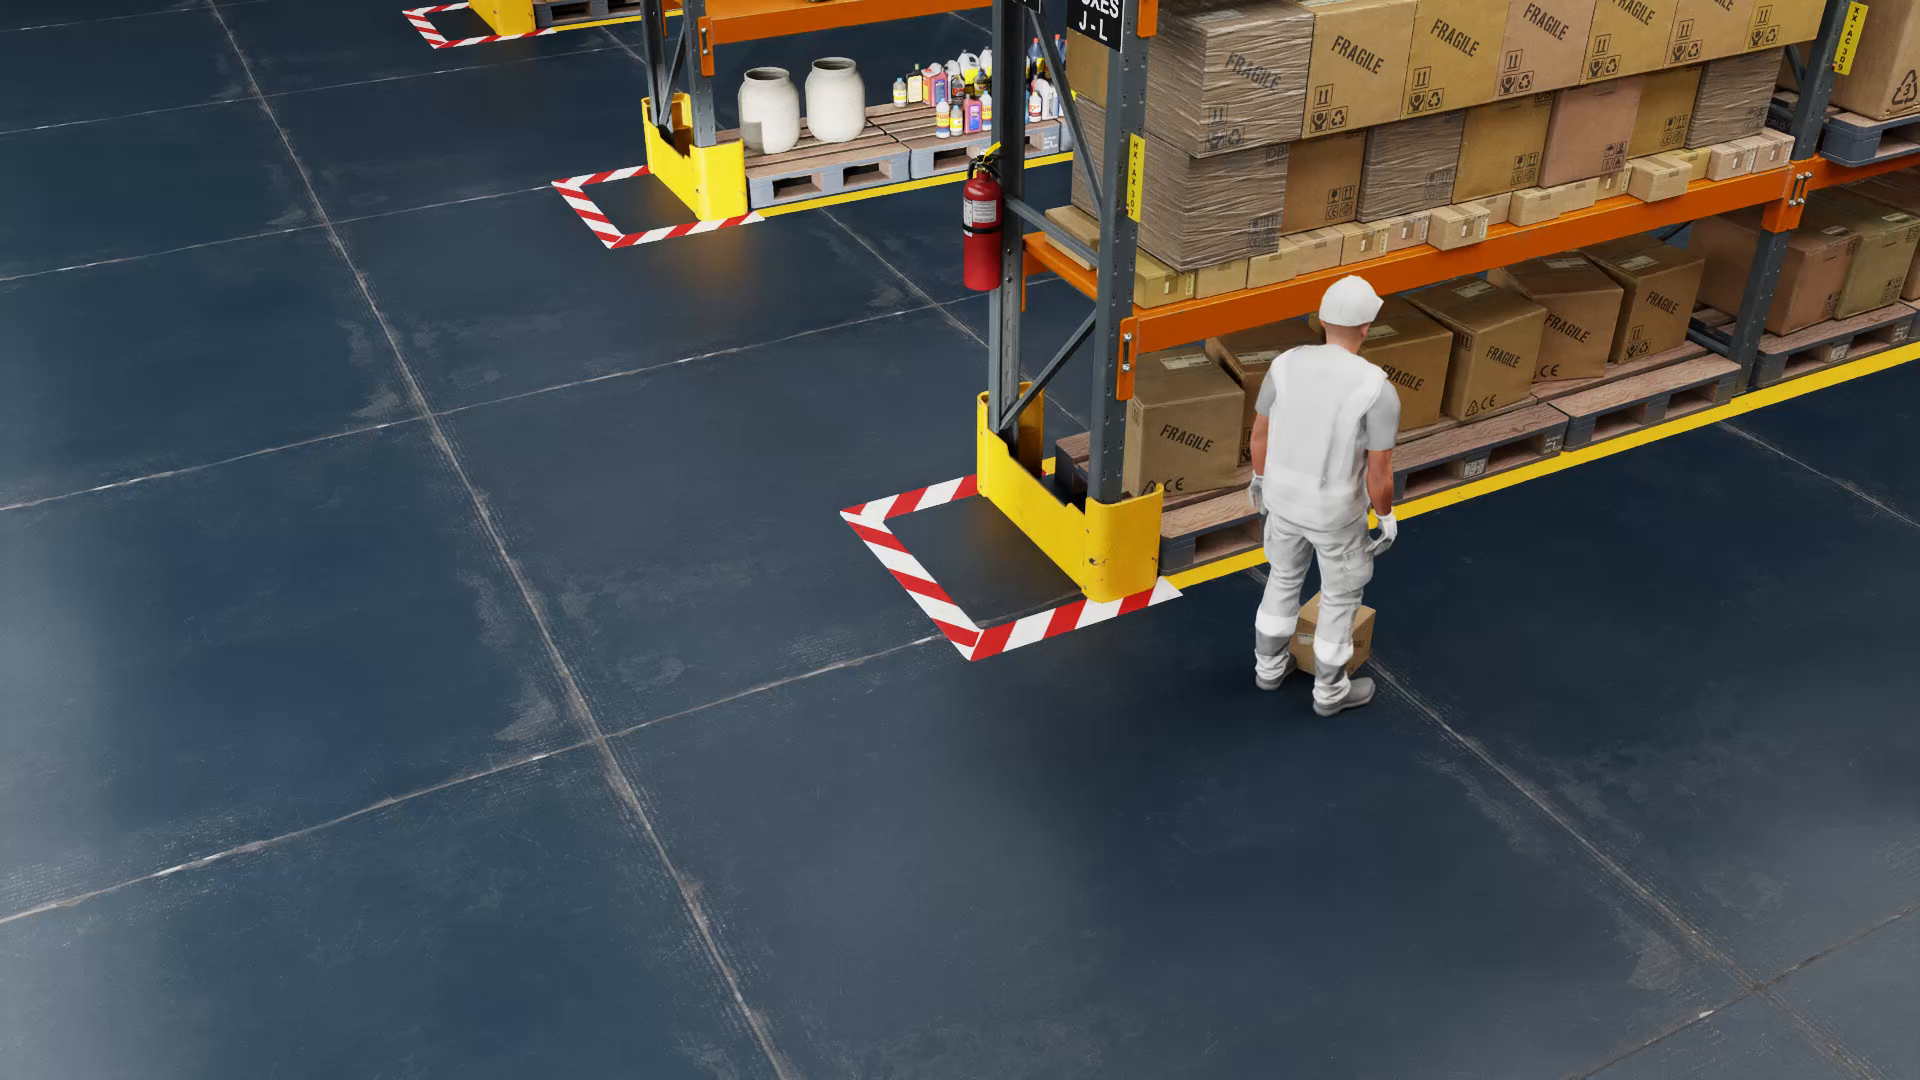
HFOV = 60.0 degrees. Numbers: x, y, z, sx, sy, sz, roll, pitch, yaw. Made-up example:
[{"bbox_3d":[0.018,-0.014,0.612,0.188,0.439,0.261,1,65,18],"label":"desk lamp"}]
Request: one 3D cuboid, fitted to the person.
[{"bbox_3d":[1.382,-0.151,6.361,0.616,1.778,0.453,24,40,32],"label":"person"}]
